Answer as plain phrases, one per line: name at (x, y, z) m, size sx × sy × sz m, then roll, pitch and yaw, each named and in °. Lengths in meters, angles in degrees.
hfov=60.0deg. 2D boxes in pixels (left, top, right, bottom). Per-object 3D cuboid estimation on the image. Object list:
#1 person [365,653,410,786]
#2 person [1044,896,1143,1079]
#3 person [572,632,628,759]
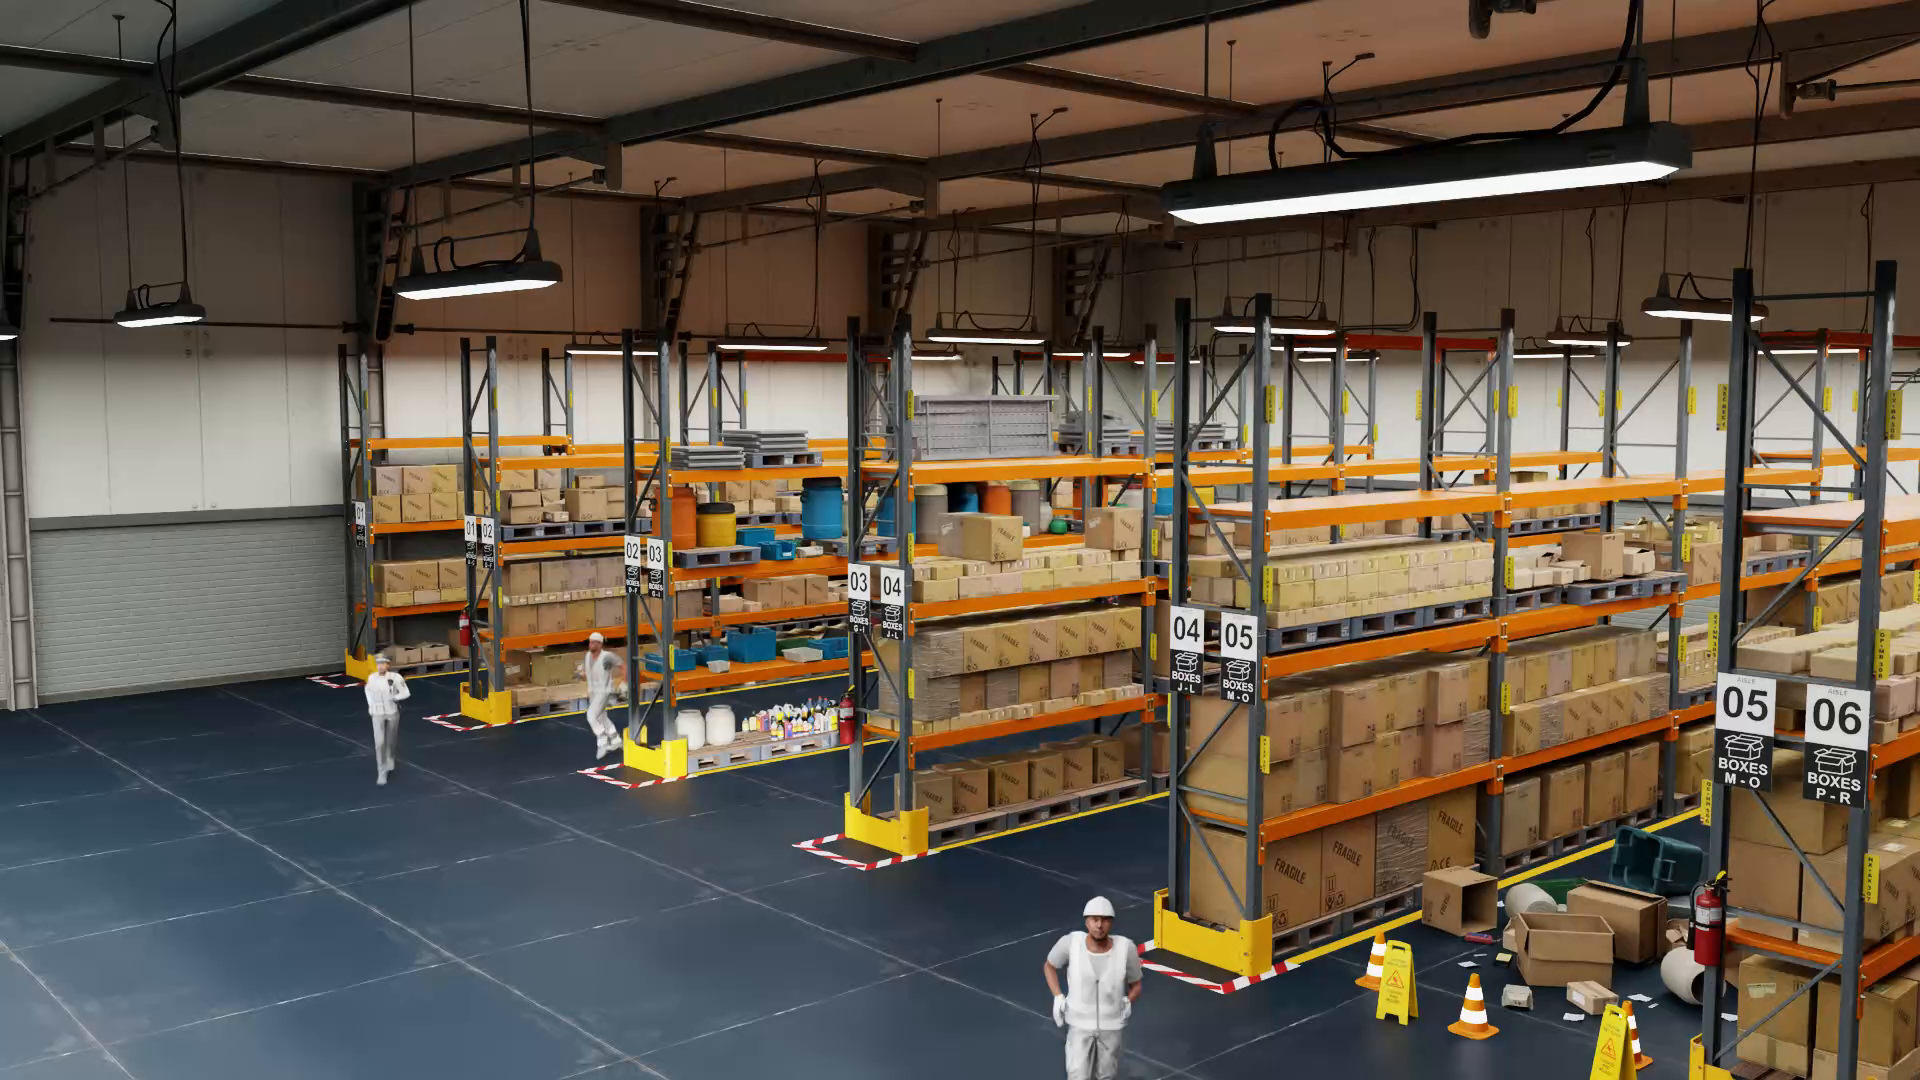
person at (-7.652, 2.340, 22.132) m, size 0.533 × 1.723 × 0.848 m, roll -1°, pitch 5°, yaw -13°
person at (0.912, 3.283, 11.201) m, size 0.656 × 1.760 × 0.657 m, roll 0°, pitch 5°, yaw -2°
person at (-5.088, 2.183, 23.540) m, size 0.674 × 1.778 × 0.800 m, roll 4°, pitch 6°, yaw 36°
